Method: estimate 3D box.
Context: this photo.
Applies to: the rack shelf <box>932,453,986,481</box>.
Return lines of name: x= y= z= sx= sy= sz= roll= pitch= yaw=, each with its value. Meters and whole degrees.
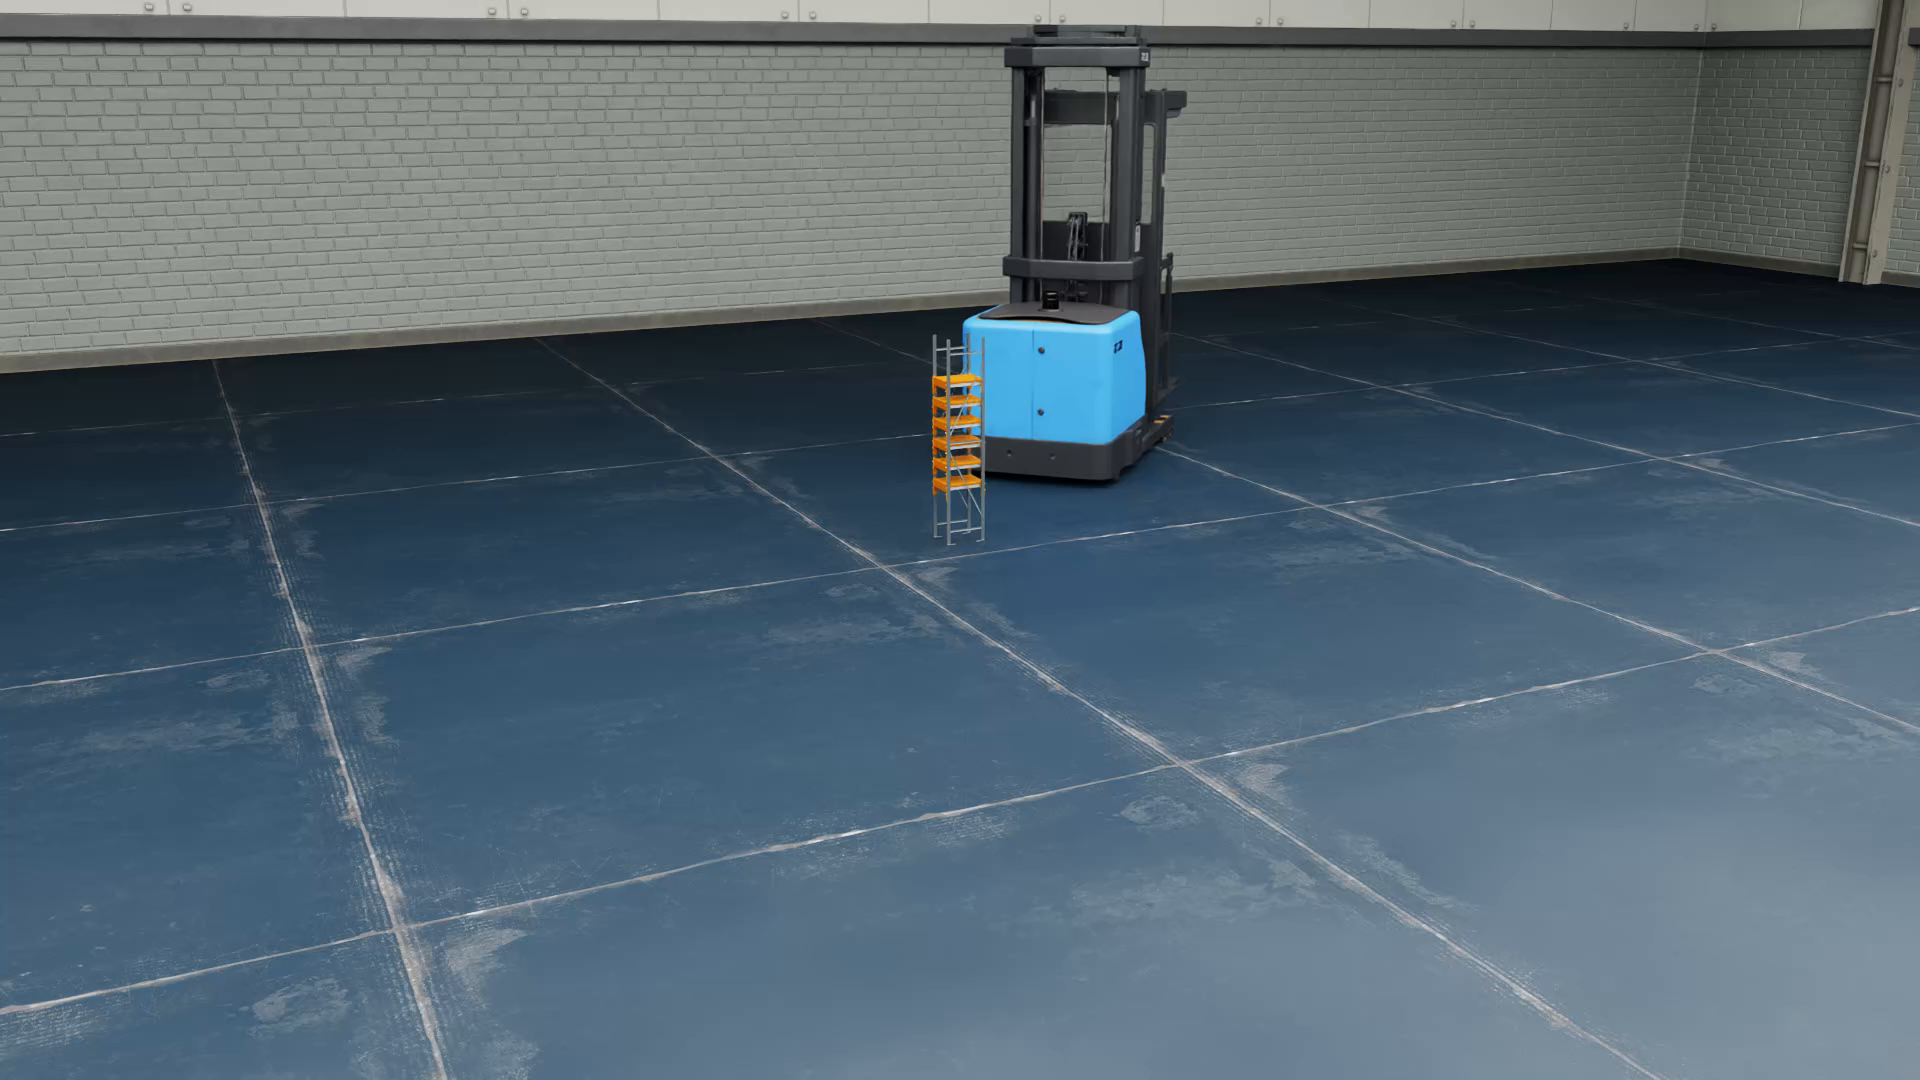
rack shelf: x=-0.006 y=-0.422 z=9.643 sx=0.258 sy=0.103 sz=0.180 roll=-8 pitch=18 yaw=-25

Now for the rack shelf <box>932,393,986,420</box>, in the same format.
rack shelf: x=-0.006 y=-0.768 z=9.544 sx=0.258 sy=0.103 sz=0.180 roll=-8 pitch=18 yaw=-25

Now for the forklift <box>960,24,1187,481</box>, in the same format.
forklift: x=0.972 y=-2.162 z=11.970 sx=1.130 sy=2.935 sz=3.031 roll=6 pitch=17 yaw=19

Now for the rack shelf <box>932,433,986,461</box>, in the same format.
rack shelf: x=-0.006 y=-0.538 z=9.610 sx=0.258 sy=0.103 sz=0.180 roll=-8 pitch=18 yaw=-25

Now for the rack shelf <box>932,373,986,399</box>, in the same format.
rack shelf: x=-0.006 y=-0.884 z=9.511 sx=0.258 sy=0.103 sz=0.180 roll=-8 pitch=18 yaw=-25

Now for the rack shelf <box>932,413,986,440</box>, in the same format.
rack shelf: x=-0.006 y=-0.653 z=9.577 sx=0.258 sy=0.103 sz=0.180 roll=-8 pitch=18 yaw=-25

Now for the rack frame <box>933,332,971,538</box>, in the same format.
rack frame: x=-0.046 y=-0.603 z=9.677 sx=0.240 sy=1.200 sz=0.006 roll=-8 pitch=18 yaw=-25

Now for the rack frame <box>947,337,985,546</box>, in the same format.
rack frame: x=0.034 y=-0.558 z=9.519 sx=0.240 sy=1.200 sz=0.006 roll=-8 pitch=18 yaw=-25

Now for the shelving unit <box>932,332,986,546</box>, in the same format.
shelving unit: x=-0.006 y=-0.580 z=9.598 sx=0.258 sy=1.200 sz=0.189 roll=-8 pitch=18 yaw=-25

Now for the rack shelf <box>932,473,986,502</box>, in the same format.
rack shelf: x=-0.006 y=-0.307 z=9.676 sx=0.258 sy=0.103 sz=0.180 roll=-8 pitch=18 yaw=-25

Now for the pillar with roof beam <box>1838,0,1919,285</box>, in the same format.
pillar with roof beam: x=7.614 y=-7.097 z=18.168 sx=9.100 sy=9.000 sz=0.400 roll=-8 pitch=18 yaw=-25
